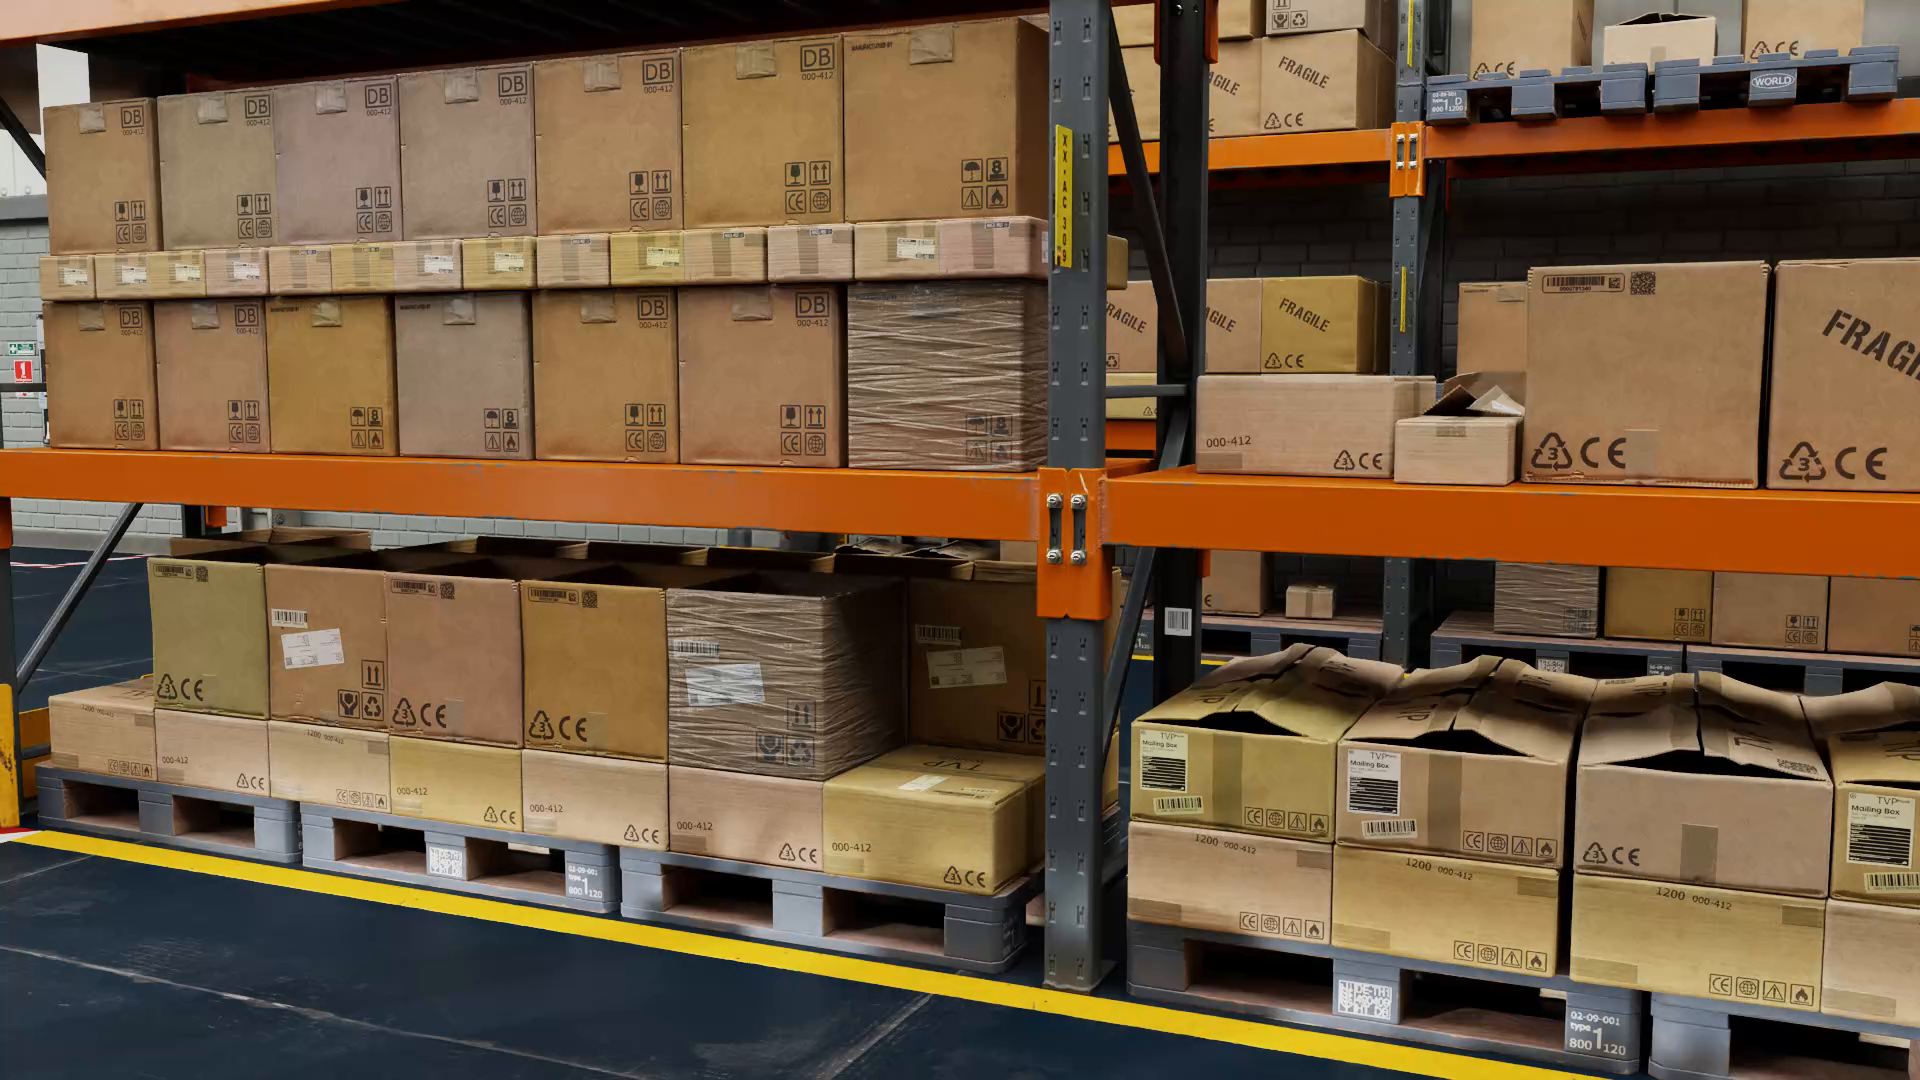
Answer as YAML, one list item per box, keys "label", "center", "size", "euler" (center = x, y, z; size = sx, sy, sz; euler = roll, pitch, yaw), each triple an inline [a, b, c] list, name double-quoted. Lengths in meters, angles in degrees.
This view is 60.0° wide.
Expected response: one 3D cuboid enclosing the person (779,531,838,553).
- label: "person"
  center: [-0.845, -0.164, 8.996]
  size: [0.402, 1.653, 0.518]
  euler: [2, 6, 21]
